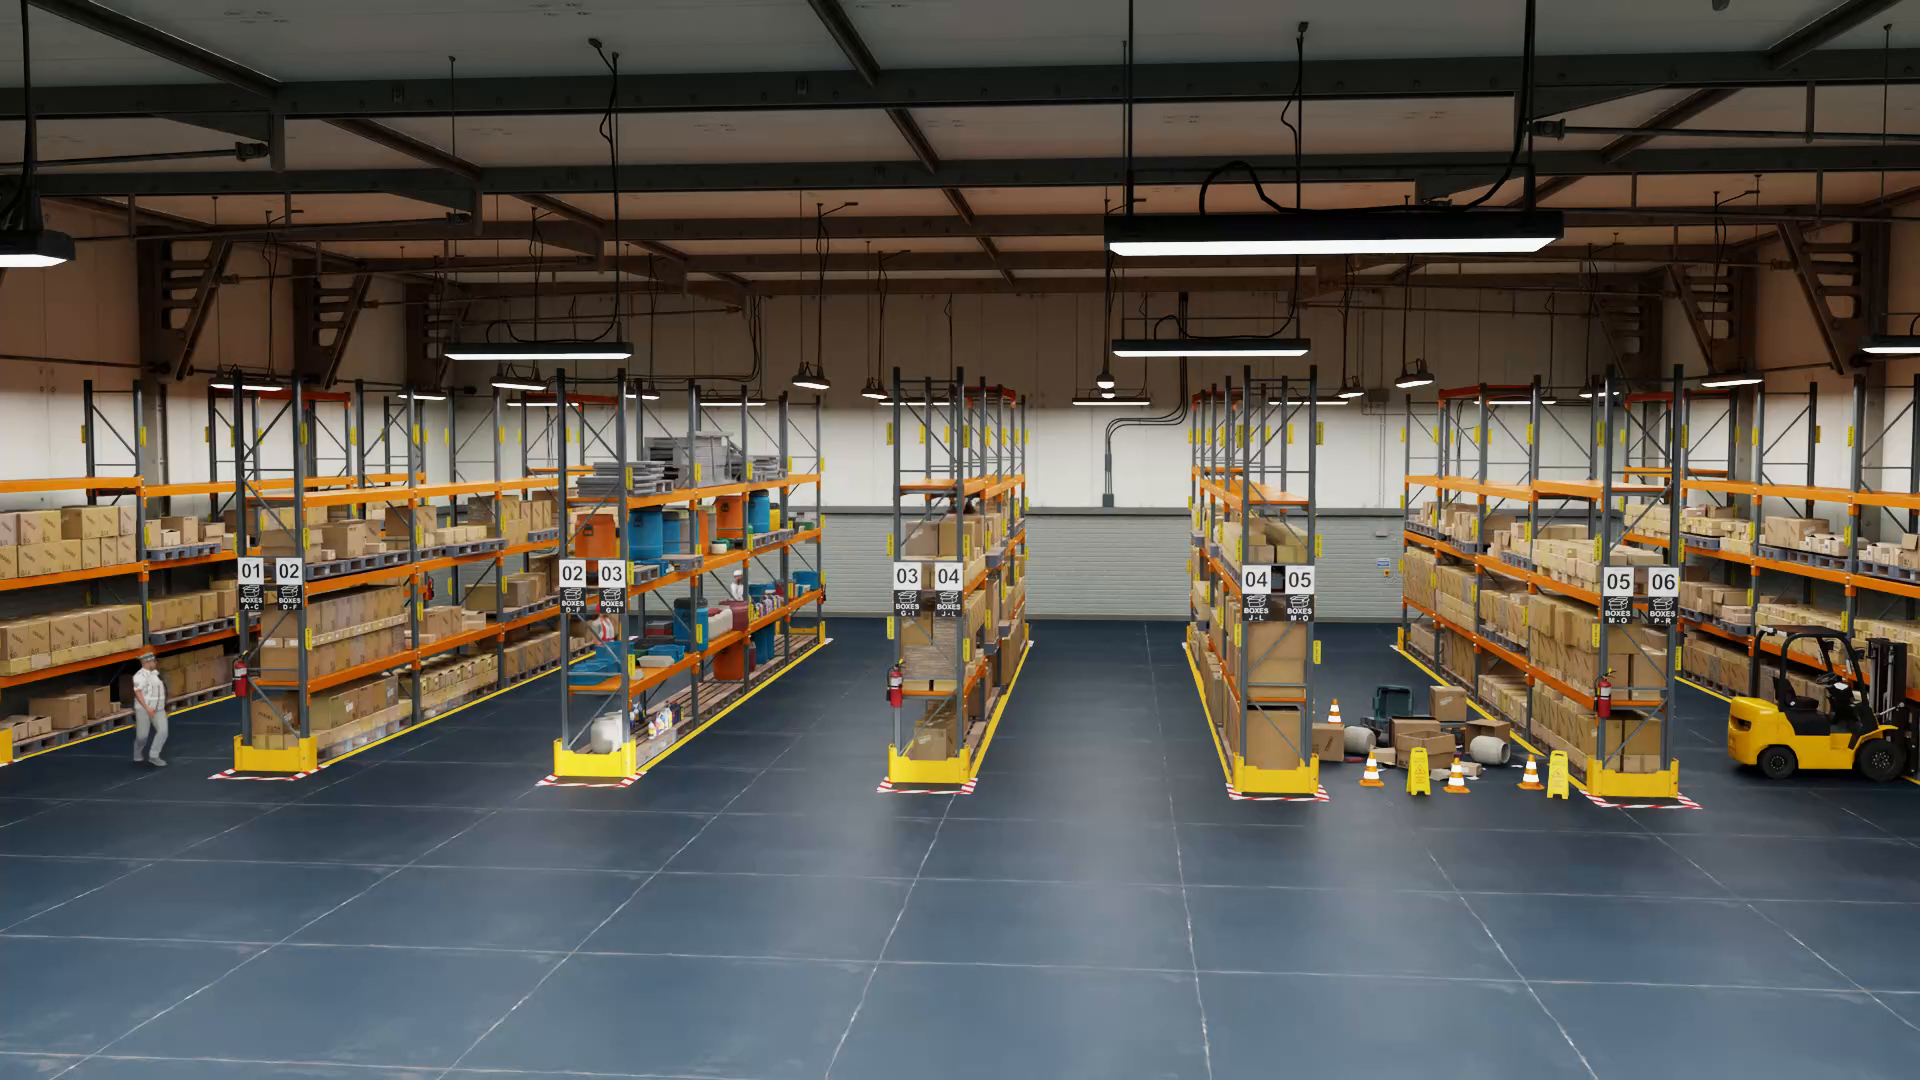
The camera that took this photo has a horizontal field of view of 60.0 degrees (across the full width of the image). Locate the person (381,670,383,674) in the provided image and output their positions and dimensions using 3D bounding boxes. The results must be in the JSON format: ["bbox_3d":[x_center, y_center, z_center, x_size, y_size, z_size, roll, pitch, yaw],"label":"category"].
[{"bbox_3d":[-11.956,2.021,34.314,0.550,1.677,0.735,-3,5,-39],"label":"person"}]

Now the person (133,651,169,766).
[{"bbox_3d":[-12.386,2.571,25.433,0.746,1.728,0.591,2,4,32],"label":"person"}]

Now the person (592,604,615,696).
[{"bbox_3d":[-6.773,2.116,32.144,0.613,1.784,0.621,3,5,43],"label":"person"}]

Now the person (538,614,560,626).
[{"bbox_3d":[-10.844,1.391,43.999,0.874,1.736,0.599,3,5,42],"label":"person"}]

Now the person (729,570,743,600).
[{"bbox_3d":[-5.424,1.599,40.806,0.595,1.727,1.056,2,4,34],"label":"person"}]
